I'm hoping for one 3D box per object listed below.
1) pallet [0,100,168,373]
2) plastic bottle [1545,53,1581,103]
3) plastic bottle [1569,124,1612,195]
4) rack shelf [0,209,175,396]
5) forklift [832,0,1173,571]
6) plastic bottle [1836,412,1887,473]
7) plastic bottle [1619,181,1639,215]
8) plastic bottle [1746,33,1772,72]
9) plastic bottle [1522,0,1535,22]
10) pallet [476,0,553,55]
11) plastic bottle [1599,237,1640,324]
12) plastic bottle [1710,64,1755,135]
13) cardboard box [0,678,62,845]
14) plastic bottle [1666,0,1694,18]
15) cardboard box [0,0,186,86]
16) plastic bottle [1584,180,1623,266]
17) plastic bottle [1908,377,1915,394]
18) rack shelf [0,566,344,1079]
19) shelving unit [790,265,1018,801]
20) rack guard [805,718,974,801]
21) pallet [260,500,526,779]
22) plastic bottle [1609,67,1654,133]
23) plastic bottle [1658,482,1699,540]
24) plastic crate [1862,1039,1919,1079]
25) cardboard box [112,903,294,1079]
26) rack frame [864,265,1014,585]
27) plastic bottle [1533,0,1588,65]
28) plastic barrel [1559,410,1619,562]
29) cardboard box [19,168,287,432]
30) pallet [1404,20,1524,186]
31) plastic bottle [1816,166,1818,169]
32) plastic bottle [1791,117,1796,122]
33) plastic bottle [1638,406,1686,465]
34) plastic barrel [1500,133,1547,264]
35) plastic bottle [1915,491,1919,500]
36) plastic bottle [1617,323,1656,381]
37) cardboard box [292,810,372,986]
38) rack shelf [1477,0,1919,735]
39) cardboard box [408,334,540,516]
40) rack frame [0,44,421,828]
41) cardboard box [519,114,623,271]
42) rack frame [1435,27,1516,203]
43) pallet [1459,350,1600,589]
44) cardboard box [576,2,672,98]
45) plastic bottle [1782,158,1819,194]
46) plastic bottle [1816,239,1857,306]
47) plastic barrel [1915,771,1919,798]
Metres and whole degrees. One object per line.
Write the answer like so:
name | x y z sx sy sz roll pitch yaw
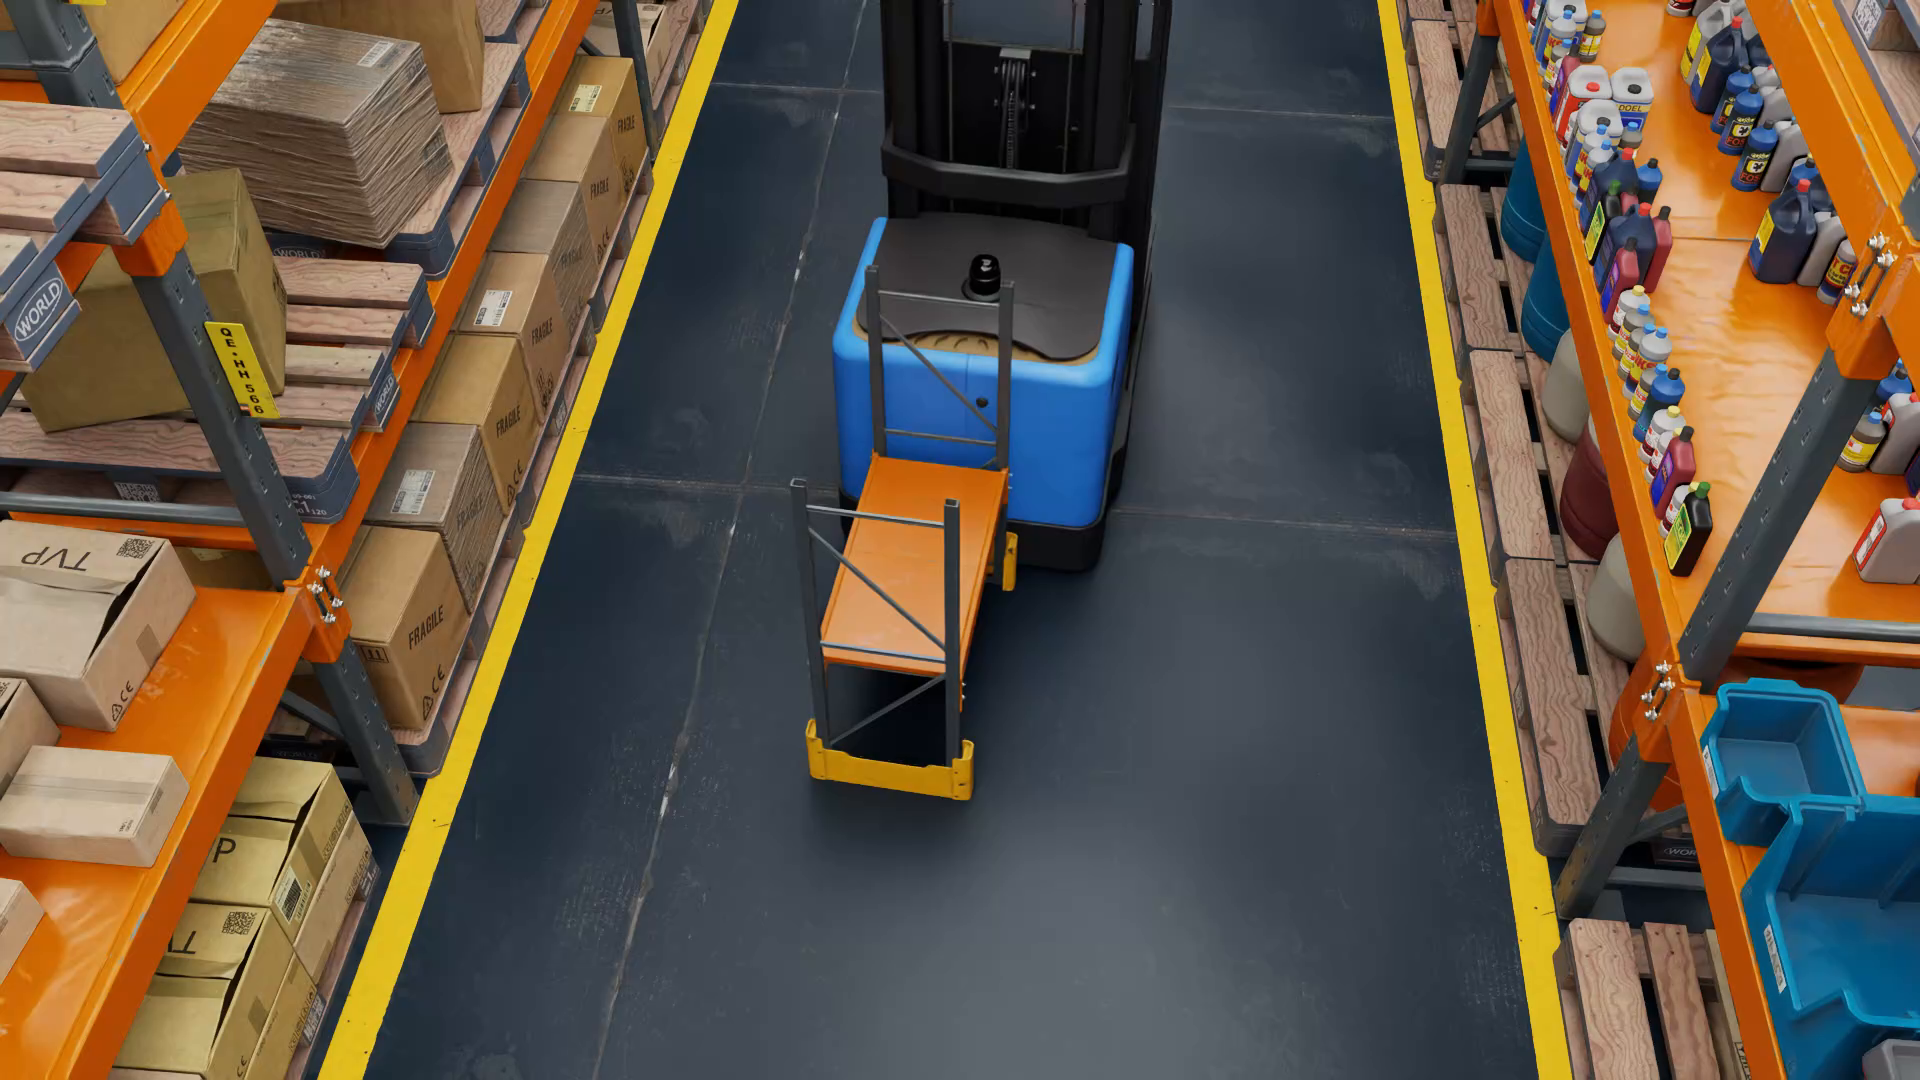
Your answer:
pallet | -2.394 -0.527 3.294 1.213 0.211 1.003 6 48 5
plastic bottle | 2.366 -1.810 6.507 0.097 0.201 0.097 0 48 0
plastic bottle | 2.311 -1.394 6.080 0.097 0.271 0.097 0 48 0
rack shelf | -2.603 0.617 2.608 1.077 0.370 4.000 4 48 4
forklift | 0.288 -1.974 6.570 1.130 2.935 3.031 8 48 7
plastic bottle | 2.789 -0.311 5.136 0.097 0.201 0.097 0 48 0
plastic bottle | 2.317 -1.103 5.806 0.061 0.283 0.133 4 48 4
plastic bottle | 3.101 -1.837 6.430 0.144 0.351 0.185 4 48 4
plastic bottle | 2.406 -2.308 6.908 0.061 0.283 0.133 4 48 4
pallet | -2.238 -2.378 7.022 1.003 0.211 1.213 4 48 4
plastic bottle | 2.228 -0.874 5.595 0.061 0.283 0.133 4 48 4
plastic bottle | 2.957 -1.687 6.348 0.097 0.271 0.097 0 48 0
cardboard box | -2.695 0.591 4.237 0.500 0.311 0.500 3 48 3
plastic bottle | 3.036 -2.303 6.958 0.097 0.201 0.097 0 48 0
cardboard box | -2.415 -1.452 3.945 0.910 0.500 0.500 4 48 4
plastic bottle | 2.257 -1.108 5.809 0.061 0.283 0.133 4 48 4
plastic bottle | 2.973 -0.439 5.198 0.061 0.283 0.133 4 48 4
rack shelf | -2.603 1.629 3.715 1.077 0.370 4.000 4 48 4
shelving unit | -0.158 -0.008 5.741 0.587 1.500 1.083 8 48 7
rack guard | -0.246 0.775 5.871 0.587 0.250 0.087 8 48 7
pallet | -2.315 0.312 6.322 1.003 0.211 1.213 4 48 4
plastic bottle | 2.522 -1.640 6.301 0.152 0.276 0.135 4 48 4
plastic bottle | 2.152 -0.090 4.934 0.097 0.201 0.097 0 48 0
plastic crate | 2.060 1.398 3.395 0.402 0.464 0.583 4 48 4
cardboard box | -2.264 1.298 4.729 0.500 0.311 0.500 3 48 3
rack frame | -0.070 -0.371 6.073 0.500 1.500 0.032 8 48 7
plastic bottle | 2.421 -2.061 6.687 0.152 0.276 0.135 4 48 4
plastic barrel | 2.642 -0.266 6.310 0.600 0.588 0.708 4 48 4
cardboard box | -2.476 -0.729 5.032 0.700 0.500 0.500 -11 48 -10
pallet | 2.905 -2.288 8.700 1.003 0.211 1.213 4 48 4
plastic bottle | 3.074 -1.254 5.944 0.061 0.283 0.133 4 48 4
plastic bottle | 3.087 -1.483 6.208 0.097 0.201 0.097 0 48 0
plastic bottle | 2.182 -0.331 5.154 0.097 0.201 0.097 0 48 0
plastic barrel | 2.810 -1.722 7.429 0.600 0.901 0.708 4 48 4
plastic bottle | 2.920 -0.131 4.972 0.097 0.201 0.097 0 48 0
plastic bottle | 2.218 -0.617 5.416 0.097 0.201 0.097 0 48 0
cardboard box | -2.226 1.106 5.284 0.500 0.250 0.500 5 48 4
rack shelf | 2.694 -0.974 6.096 1.077 0.370 4.000 4 48 4
cardboard box | -2.002 -0.457 6.531 0.500 0.500 0.500 3 48 3
rack frame | -2.421 -0.083 4.793 1.000 3.000 0.127 4 48 4
cardboard box | -1.869 -1.583 7.561 0.500 0.500 0.500 4 48 4
rack frame | 2.876 -2.687 7.174 1.000 3.000 0.127 4 48 4
pallet | 2.656 -0.282 6.865 1.003 0.211 1.213 4 48 4
cardboard box | -1.803 -2.557 8.580 0.500 0.311 0.500 4 48 4
plastic bottle | 2.993 -1.242 5.941 0.097 0.271 0.097 0 48 0
plastic bottle | 3.016 -0.932 5.657 0.097 0.271 0.097 0 48 0
plastic barrel | 2.771 0.568 4.105 0.600 0.536 0.708 4 48 4
